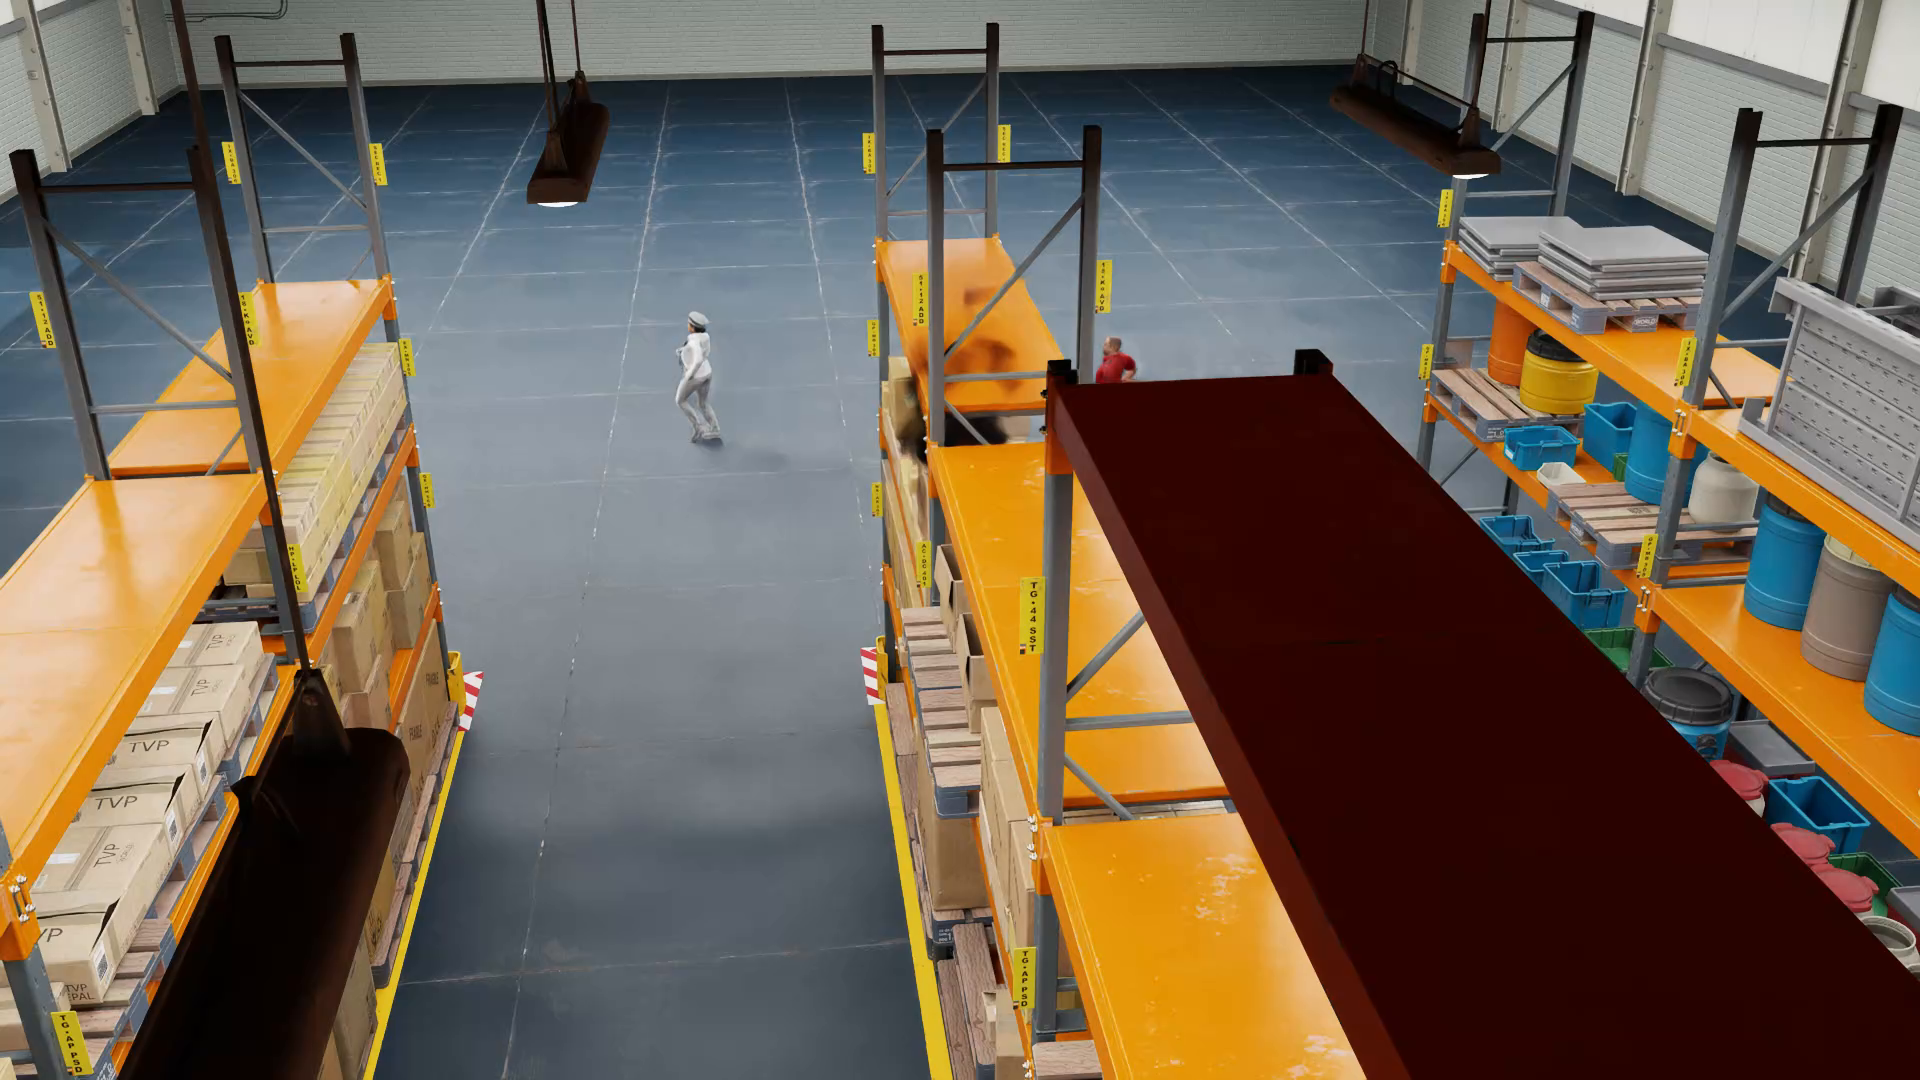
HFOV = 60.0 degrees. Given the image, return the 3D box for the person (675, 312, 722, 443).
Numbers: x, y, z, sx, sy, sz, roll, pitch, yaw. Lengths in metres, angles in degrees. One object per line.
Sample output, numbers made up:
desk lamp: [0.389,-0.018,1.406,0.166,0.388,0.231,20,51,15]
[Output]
person: [-3.328,-2.029,20.823,0.638,1.707,0.594,11,28,22]

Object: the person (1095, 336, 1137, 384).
person: [1.789,-1.587,19.908,0.671,1.801,0.650,8,27,16]
